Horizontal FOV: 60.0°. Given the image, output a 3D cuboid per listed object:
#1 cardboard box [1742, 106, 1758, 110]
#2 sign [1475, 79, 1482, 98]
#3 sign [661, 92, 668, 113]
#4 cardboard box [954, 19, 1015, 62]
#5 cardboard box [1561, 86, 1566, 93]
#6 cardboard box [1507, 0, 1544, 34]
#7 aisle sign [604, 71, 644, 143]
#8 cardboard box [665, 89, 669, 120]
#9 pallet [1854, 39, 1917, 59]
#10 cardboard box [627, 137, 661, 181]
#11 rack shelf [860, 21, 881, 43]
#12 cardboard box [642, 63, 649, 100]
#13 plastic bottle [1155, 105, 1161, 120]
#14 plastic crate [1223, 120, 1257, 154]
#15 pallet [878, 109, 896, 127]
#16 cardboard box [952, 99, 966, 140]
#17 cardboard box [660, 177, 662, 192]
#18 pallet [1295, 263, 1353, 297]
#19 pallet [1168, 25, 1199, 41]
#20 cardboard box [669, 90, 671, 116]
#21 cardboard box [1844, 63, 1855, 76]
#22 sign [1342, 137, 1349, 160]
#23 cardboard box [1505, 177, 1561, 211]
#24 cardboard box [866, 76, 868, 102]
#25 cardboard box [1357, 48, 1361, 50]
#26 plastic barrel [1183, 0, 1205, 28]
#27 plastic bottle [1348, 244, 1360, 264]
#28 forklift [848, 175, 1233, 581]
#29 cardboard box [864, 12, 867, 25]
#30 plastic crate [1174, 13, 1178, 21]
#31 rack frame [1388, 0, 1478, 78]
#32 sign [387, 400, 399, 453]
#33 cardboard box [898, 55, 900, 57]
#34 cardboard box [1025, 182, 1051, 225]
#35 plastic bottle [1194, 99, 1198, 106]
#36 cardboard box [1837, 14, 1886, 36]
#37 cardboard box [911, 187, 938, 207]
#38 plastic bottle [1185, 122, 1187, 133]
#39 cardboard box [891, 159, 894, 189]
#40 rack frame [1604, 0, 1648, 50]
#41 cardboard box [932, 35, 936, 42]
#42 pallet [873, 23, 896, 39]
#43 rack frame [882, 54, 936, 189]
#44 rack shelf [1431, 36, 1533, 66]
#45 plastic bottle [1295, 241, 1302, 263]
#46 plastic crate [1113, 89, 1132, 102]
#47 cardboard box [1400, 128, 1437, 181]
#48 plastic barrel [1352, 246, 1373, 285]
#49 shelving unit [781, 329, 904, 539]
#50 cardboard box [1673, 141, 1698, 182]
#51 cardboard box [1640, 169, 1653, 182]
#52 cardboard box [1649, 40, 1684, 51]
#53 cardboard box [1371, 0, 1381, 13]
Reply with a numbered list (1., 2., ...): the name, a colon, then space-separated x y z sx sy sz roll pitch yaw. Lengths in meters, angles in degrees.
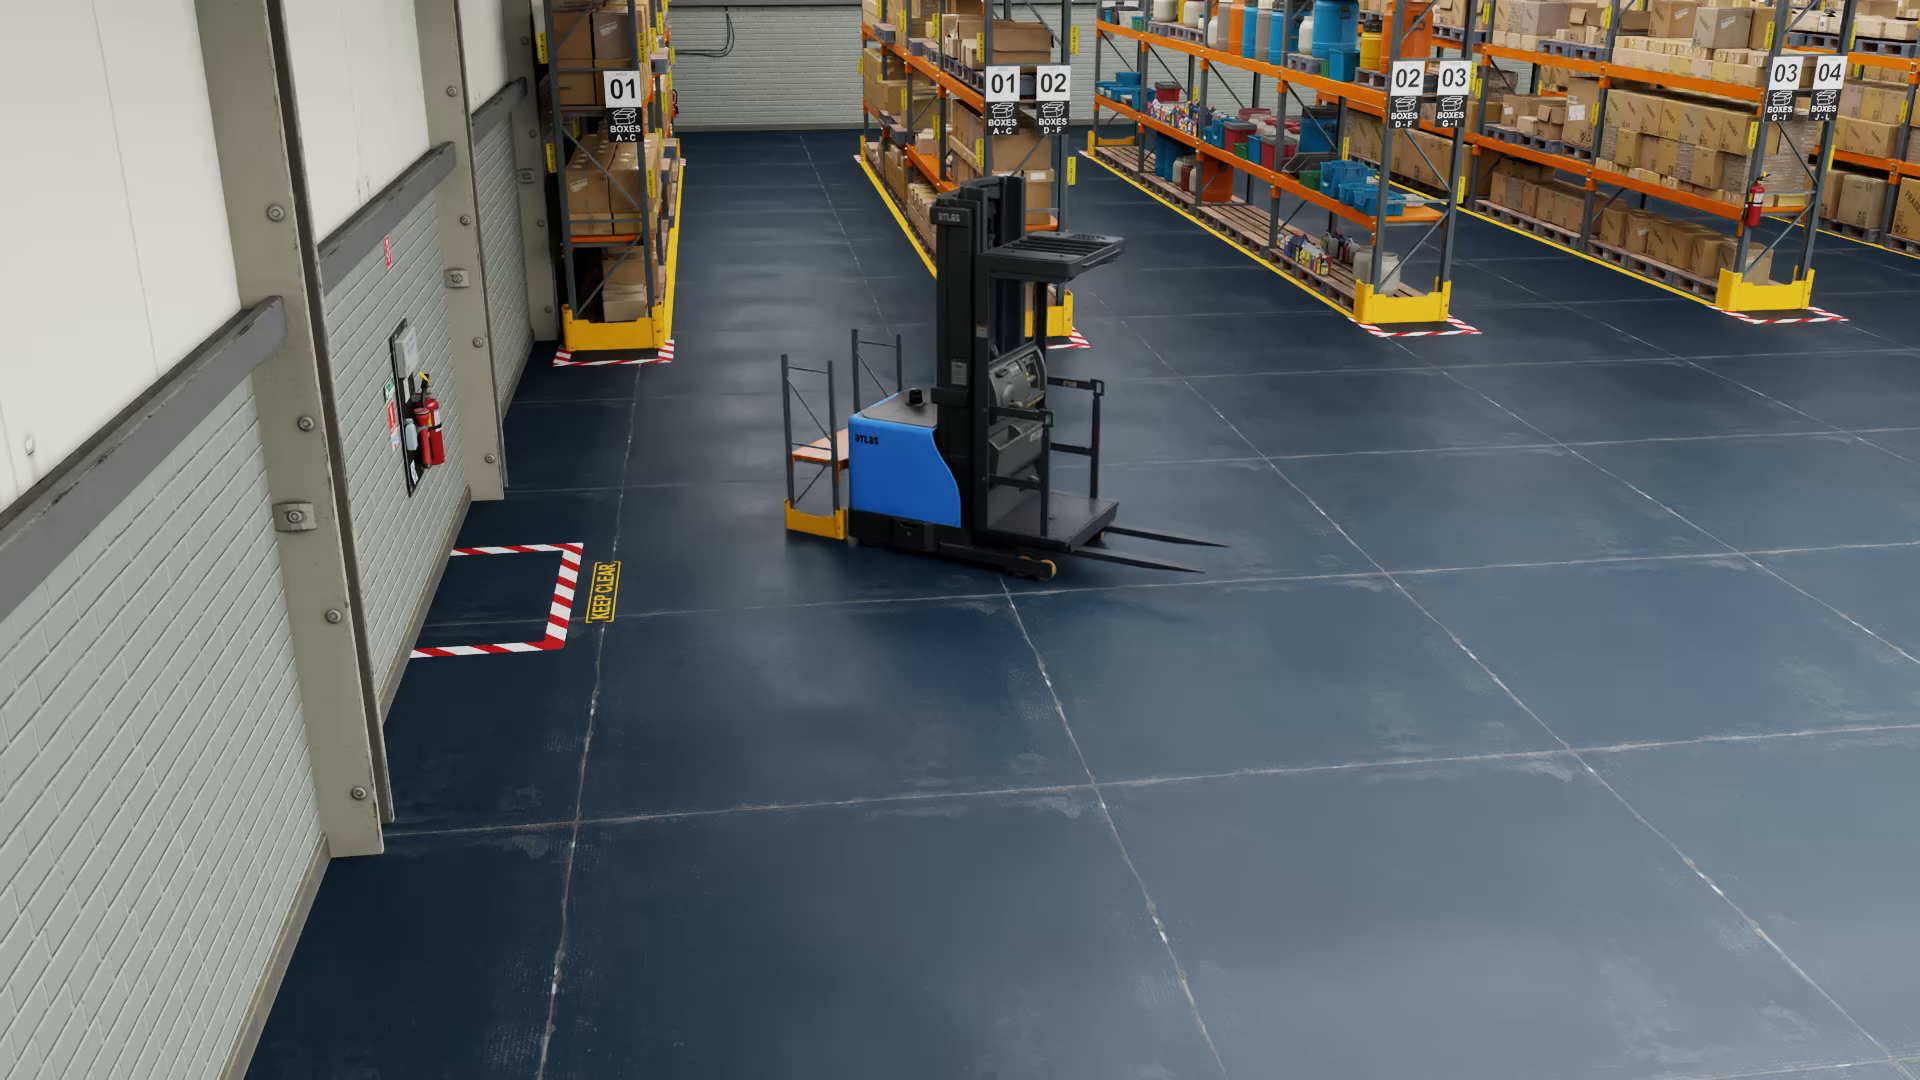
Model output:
1. cardboard box: 10.710 -5.485 22.117 0.500 0.500 0.500 -3 21 -8
2. sign: 8.883 -7.736 28.485 0.100 0.325 0.005 -3 21 -8
3. sign: -4.738 -7.009 26.653 0.100 0.325 0.005 -3 21 -8
4. cardboard box: 0.317 -6.478 21.539 0.797 0.503 0.637 -1 20 -2
5. cardboard box: 13.160 -9.696 35.749 0.380 0.149 0.250 -2 21 -5
6. cardboard box: 9.314 -8.557 27.195 0.500 0.500 0.500 -3 21 -7
7. aisle sign: -3.813 -4.911 18.862 0.394 0.787 0.004 -3 21 -8
8. cardboard box: -5.451 -7.730 29.529 0.500 0.500 0.500 -3 21 -7
9. pallet: 14.750 -7.683 25.986 0.805 0.209 1.217 -4 21 -10
10. cardboard box: -4.245 -5.058 22.085 0.500 0.500 0.500 -3 21 -8
11. rack shelf: -1.237 -9.869 32.595 1.077 0.370 4.000 -3 21 -8
12. cardboard box: -3.963 -5.480 19.644 0.500 0.500 0.500 -2 21 -4
13. plastic bottle: 3.686 -7.949 30.897 0.097 0.271 0.097 0 20 0
14. plastic crate: 4.461 -6.428 26.547 0.402 0.464 0.583 -3 21 -8
15. pallet: -0.941 -7.737 30.418 1.003 0.211 1.213 -3 21 -8
16. cardboard box: 0.275 -5.840 23.069 0.700 0.500 0.500 -3 21 -7
17. cardboard box: -4.328 -4.878 22.676 0.500 0.250 0.500 -3 21 -8
18. pallet: 5.342 -3.623 23.115 1.003 0.211 1.213 -3 21 -8
19. pallet: 4.330 -9.015 29.549 1.003 0.211 1.213 -3 21 -8
20. cardboard box: -6.012 -8.440 31.597 0.980 0.700 0.700 -3 21 -9
21. cardboard box: 18.320 -9.772 34.020 0.500 0.500 0.500 -3 21 -8
22. sign: 5.653 -5.741 24.405 0.100 0.325 0.005 -3 21 -8
23. cardboard box: 9.641 -5.835 27.996 0.700 0.500 0.500 -5 21 -12
24. cardboard box: -1.642 -9.195 33.906 0.500 0.500 0.500 -3 21 -8
25. cardboard box: 8.609 -10.257 35.609 0.500 0.500 0.500 -3 21 -7
26. plastic barrel: 4.126 -9.244 29.098 0.433 0.535 0.433 0 20 0
27. plastic bottle: 5.579 -4.075 23.602 0.152 0.276 0.135 -3 21 -7
28. forklift: 0.635 -1.267 12.920 3.031 2.935 1.130 10 23 25
29. cardboard box: -1.643 -10.464 33.373 0.500 0.250 0.500 -3 21 -8
30. plastic crate: 4.046 -10.145 32.492 0.497 0.269 0.590 -3 21 -8
31. rack frame: 5.684 -7.013 19.632 1.000 3.000 0.127 -3 21 -8
32. sign: -3.916 -0.787 11.485 0.001 0.329 0.234 -3 21 -8
33. cardboard box: -0.962 -9.337 32.856 0.500 0.500 0.500 -2 21 -6
34. cardboard box: 0.727 -4.163 20.433 0.700 0.500 0.500 -3 21 -8
35. plastic bottle: 4.410 -8.033 31.006 0.144 0.351 0.185 -3 21 -8
36. cardboard box: 14.461 -8.255 26.629 0.500 0.311 0.500 -4 21 -10
37. cardboard box: -0.503 -5.518 26.730 0.500 0.311 0.500 -3 21 -9
38. plastic bottle: 3.976 -7.220 29.043 0.097 0.201 0.097 0 20 0
39. cardboard box: -0.967 -6.607 30.062 0.500 0.500 0.500 -3 21 -7
40. rack frame: 10.008 -8.648 24.008 1.000 3.000 0.127 -3 21 -8
41. cardboard box: -0.157 -7.921 25.963 0.500 0.250 0.500 -2 21 -6
42. pallet: -0.924 -9.197 30.034 1.213 0.211 1.003 -3 21 -8
43. rack frame: -0.948 -8.109 31.140 1.000 3.000 0.127 -3 21 -8
44. rack shelf: 9.143 -8.983 30.221 1.077 0.370 4.000 -3 21 -8
45. plastic bottle: 4.822 -4.096 23.650 0.061 0.283 0.133 -2 21 -5
46. plastic crate: 3.320 -9.030 33.760 0.416 0.233 0.300 -3 21 -8
47. cardboard box: 9.097 -7.279 31.354 1.225 0.875 0.875 -4 21 -10
48. plastic barrel: 5.441 -3.631 22.107 0.421 0.512 0.421 0 20 0
49. shelving unit: -0.955 -0.918 14.019 0.587 1.500 1.083 11 23 29
50. cardboard box: 10.313 -5.173 22.711 0.875 0.500 0.500 -3 21 -8
51. cardboard box: 9.946 -5.198 23.707 0.380 0.149 0.250 -3 21 -8
52. cardboard box: 9.952 -6.964 23.433 0.380 0.149 0.250 -2 21 -6
53. cardboard box: 8.610 -10.757 33.057 0.700 0.500 0.500 -2 21 -5
